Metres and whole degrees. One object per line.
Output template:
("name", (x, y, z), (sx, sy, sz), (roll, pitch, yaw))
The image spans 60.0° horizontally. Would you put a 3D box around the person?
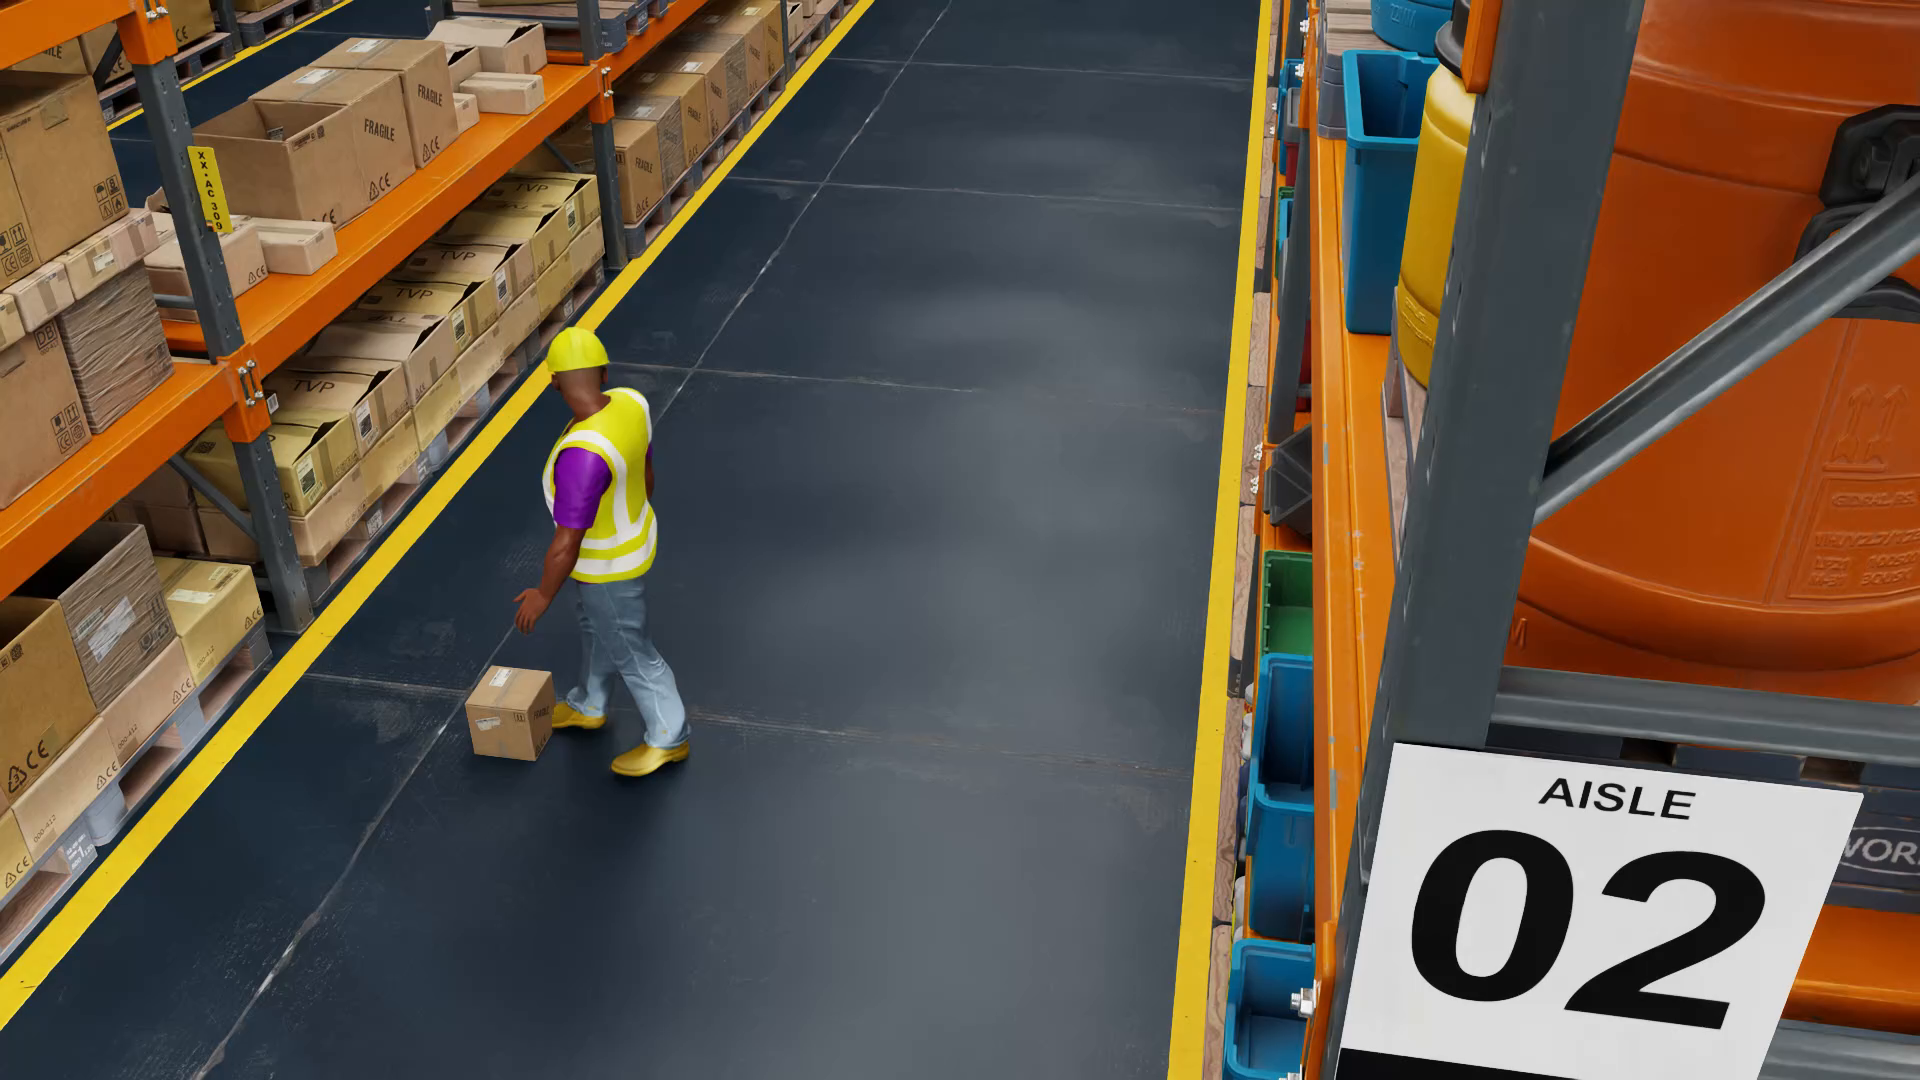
("person", (-1.362, 0.071, 5.955), (0.668, 1.756, 0.630), (0, 32, 0))
